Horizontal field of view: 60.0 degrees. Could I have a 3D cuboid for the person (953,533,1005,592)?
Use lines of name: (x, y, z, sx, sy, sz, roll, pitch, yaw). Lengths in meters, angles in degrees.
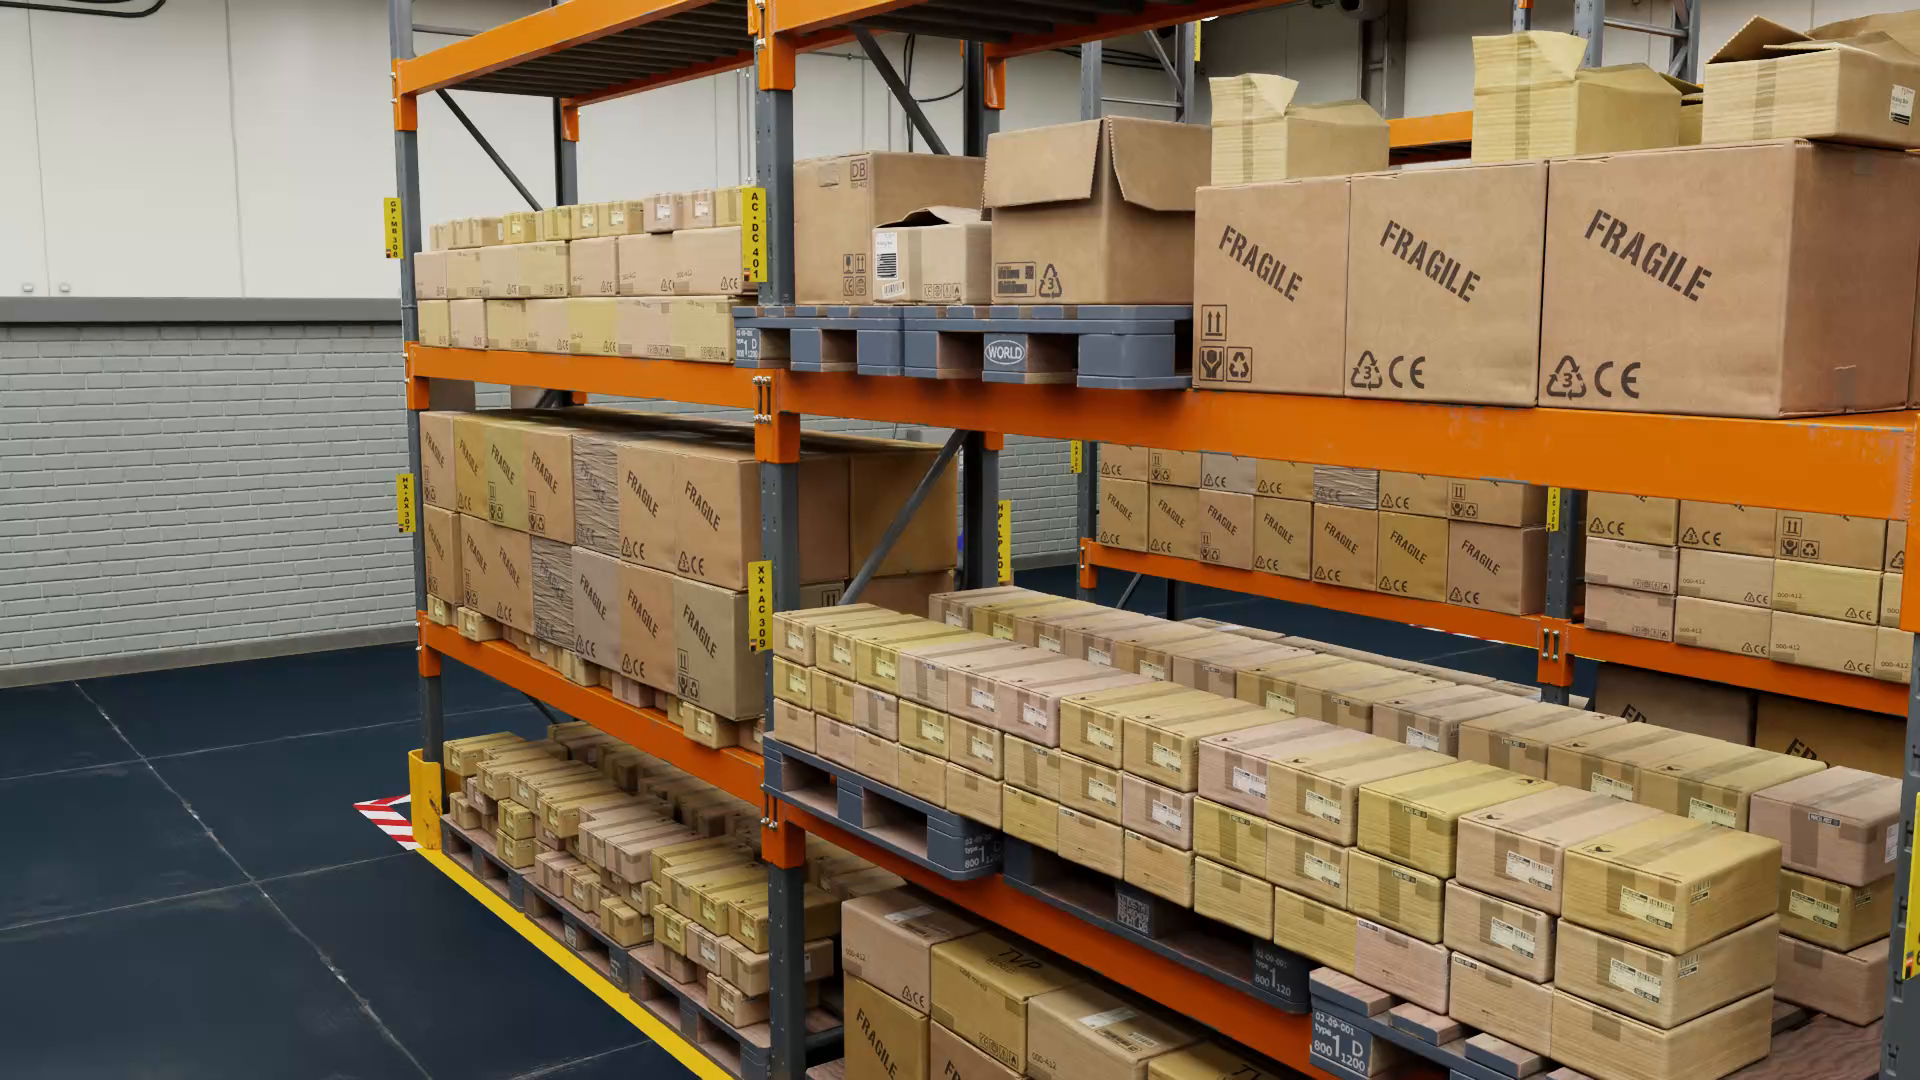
person: (0.152, 0.236, 17.682, 0.819, 0.817, 0.453, -6, 10, -37)
